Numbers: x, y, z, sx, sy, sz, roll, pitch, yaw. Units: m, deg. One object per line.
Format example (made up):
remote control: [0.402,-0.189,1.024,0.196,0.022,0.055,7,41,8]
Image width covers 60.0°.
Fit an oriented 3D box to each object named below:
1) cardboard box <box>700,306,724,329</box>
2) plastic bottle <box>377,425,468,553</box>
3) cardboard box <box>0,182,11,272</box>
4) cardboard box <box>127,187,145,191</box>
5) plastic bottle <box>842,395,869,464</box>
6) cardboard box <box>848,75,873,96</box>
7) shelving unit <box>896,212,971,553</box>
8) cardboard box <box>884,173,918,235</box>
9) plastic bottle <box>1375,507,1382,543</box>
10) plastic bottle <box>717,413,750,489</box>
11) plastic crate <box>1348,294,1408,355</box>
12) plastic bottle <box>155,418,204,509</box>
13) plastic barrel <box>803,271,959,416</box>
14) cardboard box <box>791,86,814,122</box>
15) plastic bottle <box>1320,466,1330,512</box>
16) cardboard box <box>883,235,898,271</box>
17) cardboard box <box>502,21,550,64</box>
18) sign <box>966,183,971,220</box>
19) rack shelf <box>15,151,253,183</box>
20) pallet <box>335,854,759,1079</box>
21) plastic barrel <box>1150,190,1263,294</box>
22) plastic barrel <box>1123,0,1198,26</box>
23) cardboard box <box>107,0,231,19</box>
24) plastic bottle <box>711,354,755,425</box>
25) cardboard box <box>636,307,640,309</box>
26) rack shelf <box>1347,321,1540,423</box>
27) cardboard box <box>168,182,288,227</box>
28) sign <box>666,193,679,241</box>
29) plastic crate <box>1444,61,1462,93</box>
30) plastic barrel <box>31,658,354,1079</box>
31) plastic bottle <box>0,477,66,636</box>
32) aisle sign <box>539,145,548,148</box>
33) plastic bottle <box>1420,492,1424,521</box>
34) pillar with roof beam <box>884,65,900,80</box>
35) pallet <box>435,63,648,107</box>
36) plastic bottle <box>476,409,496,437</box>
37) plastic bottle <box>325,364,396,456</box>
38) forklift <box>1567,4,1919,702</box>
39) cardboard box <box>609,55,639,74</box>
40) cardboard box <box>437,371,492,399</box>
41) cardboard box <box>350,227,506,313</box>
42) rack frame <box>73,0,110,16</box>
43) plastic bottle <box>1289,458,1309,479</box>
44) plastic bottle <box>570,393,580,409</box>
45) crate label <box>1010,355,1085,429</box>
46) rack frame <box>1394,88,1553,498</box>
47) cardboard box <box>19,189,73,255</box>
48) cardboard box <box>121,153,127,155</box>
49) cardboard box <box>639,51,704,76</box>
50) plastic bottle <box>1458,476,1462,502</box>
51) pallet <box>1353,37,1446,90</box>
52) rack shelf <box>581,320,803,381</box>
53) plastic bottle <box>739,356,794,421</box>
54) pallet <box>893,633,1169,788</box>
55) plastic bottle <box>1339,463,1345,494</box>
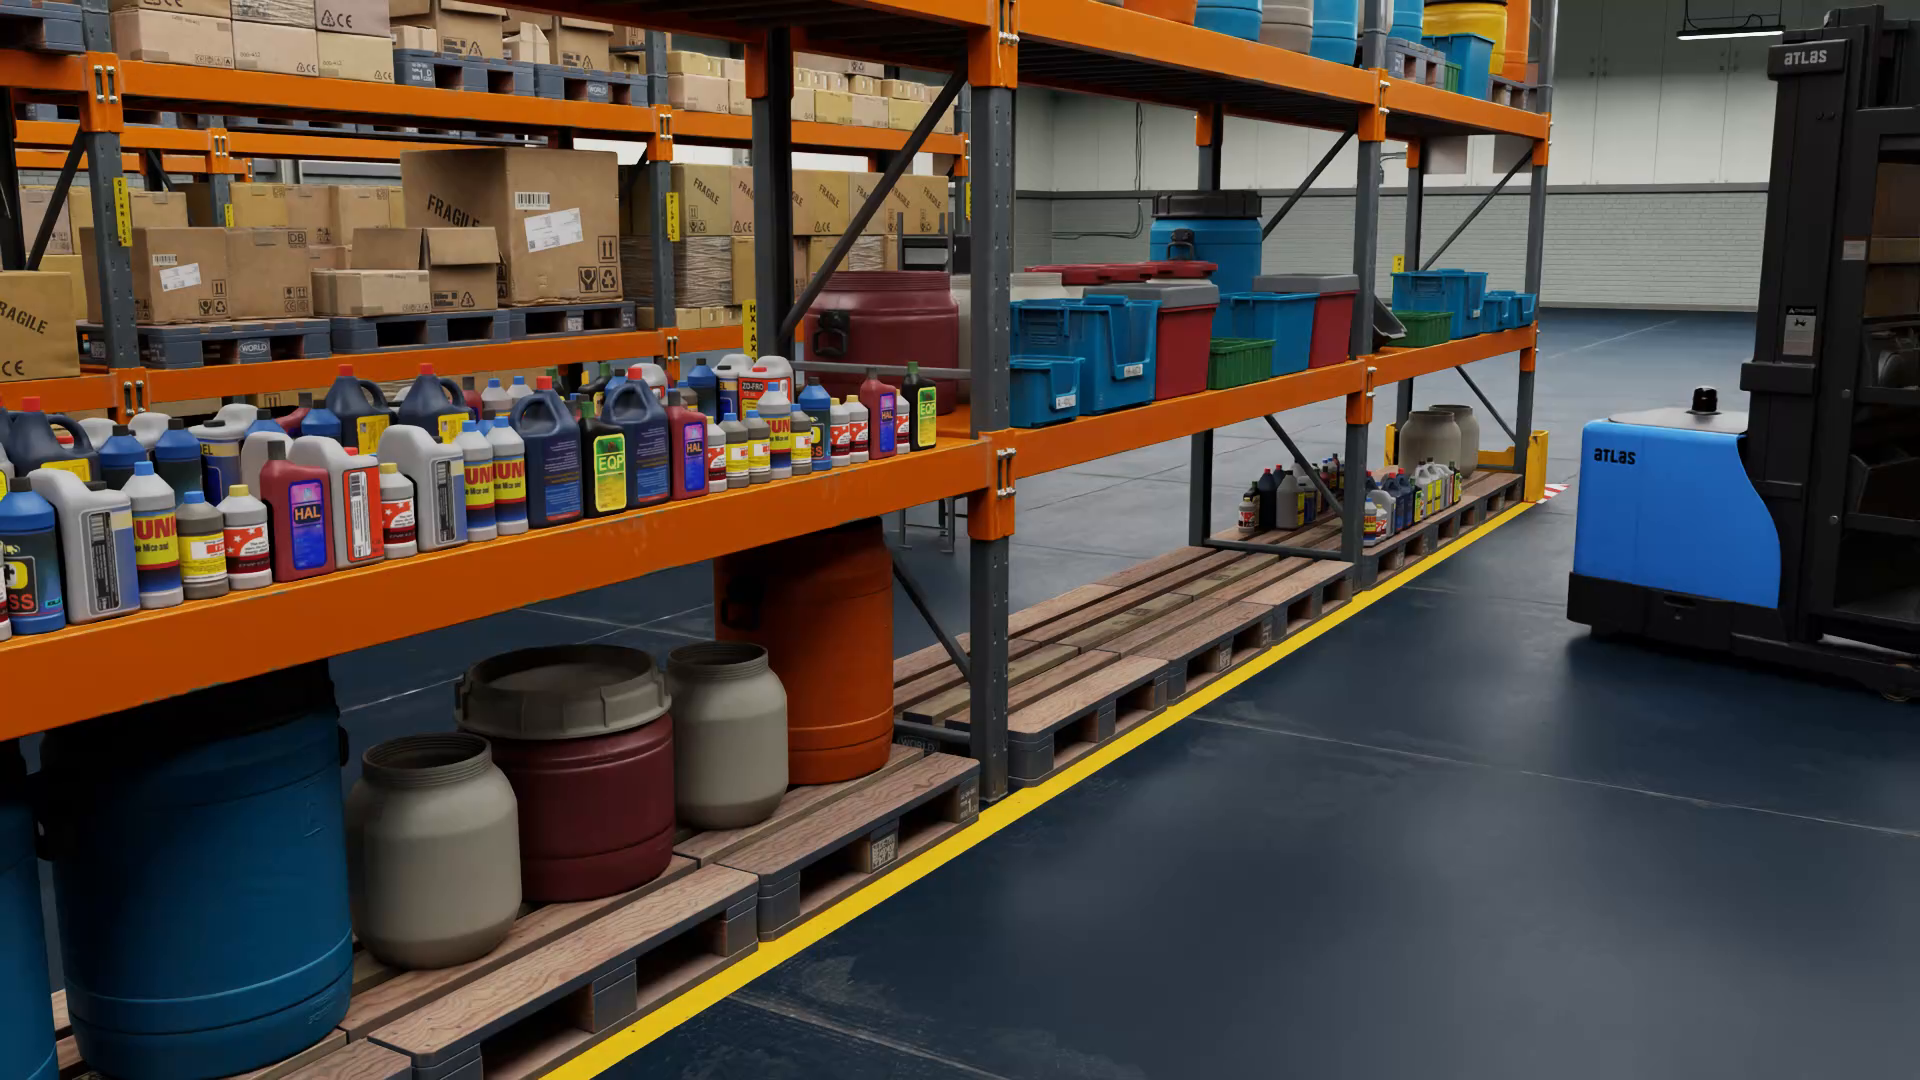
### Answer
cardboard box: [-1.933,-1.616,12.032,0.380,0.149,0.250,6,12,31]
plastic bottle: [-1.196,-0.123,3.709,0.152,0.276,0.135,6,12,31]
cardboard box: [-4.913,-1.496,7.711,0.797,0.503,0.637,7,13,33]
cardboard box: [-9.361,-3.689,18.625,0.700,0.500,0.500,6,12,30]
plastic bottle: [-0.327,-0.339,5.070,0.097,0.201,0.097,0,11,0]
cardboard box: [-0.926,-3.645,13.358,0.380,0.149,0.250,6,12,28]
shelving unit: [-0.086,-1.006,10.536,0.431,2.100,0.503,6,12,31]
cardboard box: [-0.695,-2.823,13.999,0.500,0.500,0.500,6,12,31]
plastic bottle: [2.383,-0.088,9.597,0.097,0.201,0.097,0,11,0]
plastic bottle: [-0.631,-0.248,4.579,0.097,0.201,0.097,0,11,0]
plastic crate: [2.171,-1.263,9.632,0.767,0.338,0.504,6,12,31]
plastic bottle: [-1.797,-0.144,3.834,0.097,0.271,0.097,0,11,0]
plastic barrel: [-0.305,-0.763,6.423,0.600,0.536,0.708,6,12,31]
cardboard box: [-1.453,-3.304,12.623,0.500,0.250,0.500,6,12,28]
plastic bottle: [2.324,-0.329,10.662,0.061,0.283,0.133,6,12,31]
cardboard box: [-0.832,-2.347,14.173,0.875,0.500,0.500,6,12,31]
cardboard box: [-2.846,-3.154,10.635,0.396,0.266,0.258,7,13,33]
sign: [0.098,-2.994,14.703,0.100,0.325,0.005,6,12,31]
rack shelf: [-9.874,-4.078,18.306,1.077,0.370,4.000,6,12,31]
pallet: [-1.295,1.096,4.443,1.003,0.211,1.213,6,12,31]
plastic barrel: [1.331,-1.438,9.035,0.600,0.901,0.708,6,12,31]
plastic barrel: [0.665,-2.491,6.704,0.600,0.830,0.708,6,12,31]
cardboard box: [-4.056,-2.886,8.351,0.500,0.500,0.500,7,12,31]
plastic bottle: [-0.788,-0.496,5.704,0.152,0.276,0.135,6,12,31]
cardboard box: [-2.445,-1.673,12.337,0.380,0.149,0.250,6,12,31]
rack shelf: [2.828,-1.184,10.997,1.077,0.370,4.000,6,12,31]
cardboard box: [-6.409,-2.845,14.574,0.875,0.550,0.550,6,12,31]
sign: [-1.967,-2.213,11.392,0.100,0.325,0.005,6,12,31]
plastic crate: [2.842,-2.816,10.181,0.336,0.188,0.450,6,12,31]
plastic barrel: [-1.699,0.665,3.728,0.600,0.901,0.708,6,12,31]
plastic bottle: [-1.644,0.025,2.933,0.097,0.271,0.097,0,11,0]
aisle sign: [-4.260,-4.076,17.422,0.394,0.787,0.004,6,12,31]
plastic bottle: [2.829,-0.223,10.319,0.097,0.201,0.097,0,11,0]
pillar with roof beam: [1.928,-10.034,40.014,9.100,9.000,0.548,6,12,31]
pallet: [-2.855,-2.992,11.056,1.213,0.211,1.003,6,12,31]
plastic bottle: [-1.135,-0.180,4.030,0.097,0.271,0.097,0,11,0]
plastic bottle: [-1.594,-0.290,4.399,0.144,0.351,0.185,6,12,31]
forklift: [4.376,-0.820,7.282,1.130,2.935,3.031,-9,14,-39]
cardboard box: [-2.521,-3.372,11.900,0.380,0.149,0.250,7,13,32]
cardboard box: [-5.304,-1.726,16.568,0.875,0.875,0.875,6,12,30]
cardboard box: [-3.264,-1.672,10.227,0.797,0.503,0.637,8,13,36]
rack frame: [-4.520,-4.016,7.866,1.000,3.000,0.127,6,12,31]
plastic bottle: [2.145,-0.347,10.575,0.144,0.351,0.185,6,12,30]
plastic bottle: [-1.181,-0.350,5.126,0.097,0.201,0.097,0,11,0]
crate label: [0.252,-0.542,6.069,0.303,0.233,0.416,6,12,31]
rack frame: [3.867,-1.852,12.611,1.000,3.000,0.127,6,12,31]
cardboard box: [-7.410,-2.488,13.016,0.700,0.500,0.500,6,12,31]
cardboard box: [-9.471,-4.342,18.439,0.380,0.149,0.250,6,12,29]
cardboard box: [-2.011,-3.315,11.595,0.380,0.149,0.250,6,12,29]
plastic bottle: [3.288,-0.362,11.062,0.097,0.201,0.097,0,11,0]
pallet: [2.081,-2.728,9.648,1.213,0.211,1.003,6,12,31]
rack shelf: [-1.405,-1.657,13.525,1.077,0.370,4.000,6,12,31]
plastic bottle: [-0.658,-0.481,5.626,0.152,0.276,0.135,6,12,31]
pallet: [0.149,0.658,6.778,1.003,0.211,1.213,6,12,31]
plastic bottle: [2.605,-0.421,11.377,0.097,0.201,0.097,0,11,0]
